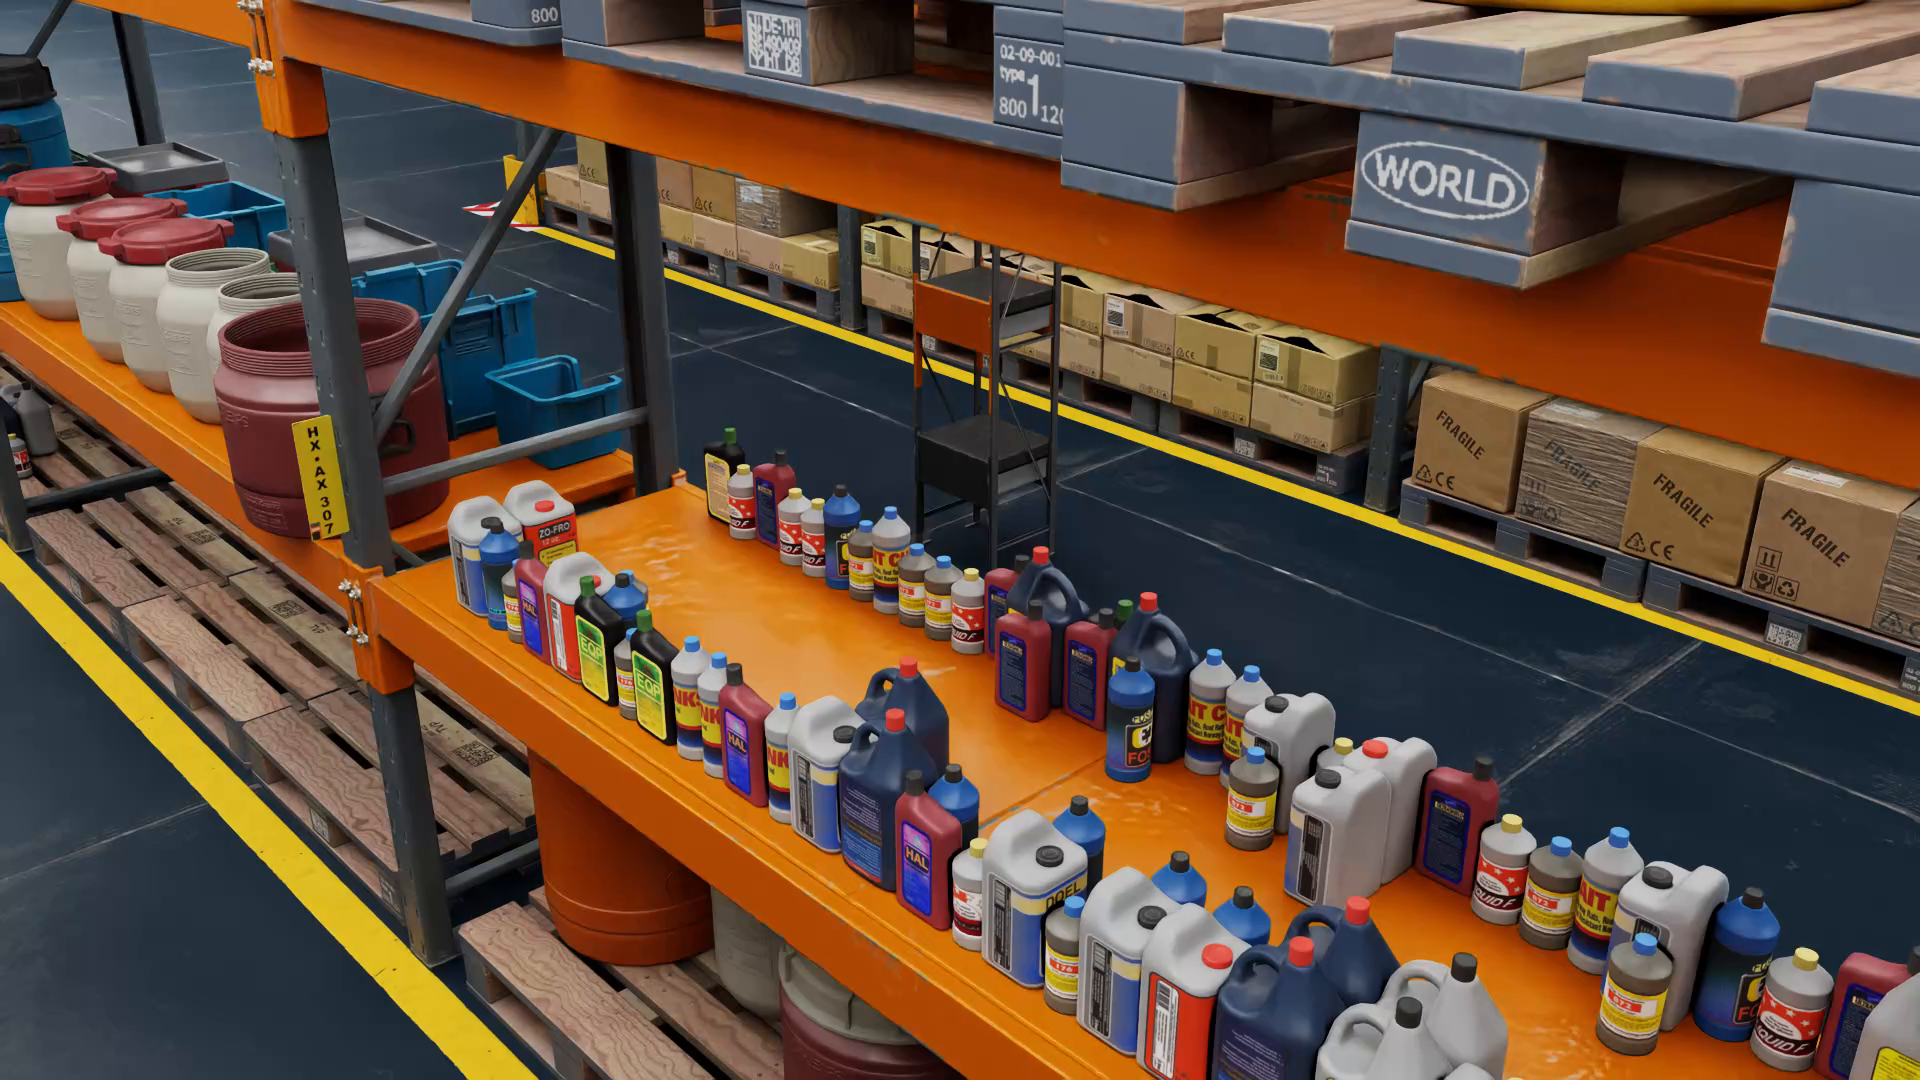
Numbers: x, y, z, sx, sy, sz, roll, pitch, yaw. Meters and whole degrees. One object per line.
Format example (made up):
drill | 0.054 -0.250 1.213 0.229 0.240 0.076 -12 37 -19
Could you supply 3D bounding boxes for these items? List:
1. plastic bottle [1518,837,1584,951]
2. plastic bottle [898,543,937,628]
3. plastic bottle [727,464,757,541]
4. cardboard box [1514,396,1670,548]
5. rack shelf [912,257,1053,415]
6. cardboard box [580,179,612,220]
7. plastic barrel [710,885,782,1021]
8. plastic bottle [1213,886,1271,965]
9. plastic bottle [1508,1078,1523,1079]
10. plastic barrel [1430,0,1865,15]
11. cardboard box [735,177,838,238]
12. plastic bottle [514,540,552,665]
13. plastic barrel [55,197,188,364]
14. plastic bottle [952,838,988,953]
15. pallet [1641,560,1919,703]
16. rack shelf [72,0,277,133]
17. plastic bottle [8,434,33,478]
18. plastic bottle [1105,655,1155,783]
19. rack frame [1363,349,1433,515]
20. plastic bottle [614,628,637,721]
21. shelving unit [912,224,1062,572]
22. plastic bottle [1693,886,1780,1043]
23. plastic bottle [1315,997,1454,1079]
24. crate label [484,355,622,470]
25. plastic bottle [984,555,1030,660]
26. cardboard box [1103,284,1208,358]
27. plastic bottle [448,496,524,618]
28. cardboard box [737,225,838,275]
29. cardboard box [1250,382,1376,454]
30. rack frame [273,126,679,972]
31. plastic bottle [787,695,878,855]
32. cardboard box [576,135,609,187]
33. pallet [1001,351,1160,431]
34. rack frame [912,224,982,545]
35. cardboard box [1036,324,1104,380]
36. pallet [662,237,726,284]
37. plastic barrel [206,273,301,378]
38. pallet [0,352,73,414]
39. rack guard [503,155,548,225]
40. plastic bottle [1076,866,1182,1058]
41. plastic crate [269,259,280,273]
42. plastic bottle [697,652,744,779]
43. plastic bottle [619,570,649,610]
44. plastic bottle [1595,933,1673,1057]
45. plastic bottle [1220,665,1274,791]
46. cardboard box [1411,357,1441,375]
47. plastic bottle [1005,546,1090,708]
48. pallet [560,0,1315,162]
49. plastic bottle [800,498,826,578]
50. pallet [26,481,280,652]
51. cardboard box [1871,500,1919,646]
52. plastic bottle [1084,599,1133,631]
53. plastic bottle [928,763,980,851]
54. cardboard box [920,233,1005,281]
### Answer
plastic bottle | 1.070 0.628 2.998 0.097 0.201 0.097 0 25 0
plastic bottle | -0.106 0.107 4.141 0.097 0.201 0.097 0 25 0
plastic bottle | -0.596 -0.110 4.617 0.097 0.201 0.097 0 25 0
cardboard box | 2.833 -0.333 7.348 0.500 0.500 0.500 22 33 40
rack shelf | 0.113 -0.893 7.210 0.431 0.518 0.480 -21 32 -38
cardboard box | -2.551 -2.634 12.717 0.500 0.250 0.500 -21 32 -38
plastic barrel | -0.452 0.988 4.463 0.421 0.512 0.421 0 25 0
plastic bottle | 0.463 0.696 2.766 0.097 0.271 0.097 0 25 0
plastic bottle | 0.807 0.880 2.445 0.097 0.201 0.097 0 25 0
plastic barrel | 0.712 -0.891 1.742 0.600 0.588 0.600 0 25 0
cardboard box | -1.175 -2.373 11.241 0.500 0.500 0.500 -21 32 -38
plastic bottle | -0.999 0.146 3.956 0.061 0.283 0.133 -21 32 -38
plastic barrel | -2.988 -0.942 6.037 0.433 0.535 0.433 0 25 0
plastic bottle | 0.035 0.630 2.994 0.097 0.201 0.097 0 25 0
pallet | 3.681 0.229 6.994 1.003 0.211 1.213 -21 32 -38
rack shelf | -2.617 -1.886 5.522 1.077 0.370 4.000 -21 32 -38
plastic bottle | -4.459 -0.403 7.860 0.097 0.201 0.097 0 25 0
plastic bottle | 0.357 0.368 3.484 0.097 0.271 0.097 0 25 0
rack frame | 2.369 -1.646 7.745 1.000 3.000 0.127 -21 32 -38
plastic bottle | -0.723 0.294 3.730 0.097 0.201 0.097 0 25 0
shelving unit | 0.113 -0.905 7.204 0.431 2.100 0.503 -21 32 -38
plastic bottle | 1.295 0.696 2.765 0.097 0.271 0.097 0 25 0
plastic bottle | 0.617 0.806 2.428 0.144 0.351 0.185 -21 32 -38
crate label | -1.264 -0.400 5.215 0.303 0.233 0.416 -21 32 -38
plastic bottle | 0.119 0.159 3.929 0.061 0.283 0.133 -21 32 -38
cardboard box | 1.128 -1.240 8.985 0.500 0.311 0.500 -21 32 -39
plastic bottle | -1.190 0.037 4.205 0.152 0.276 0.135 -21 32 -38
cardboard box | -1.177 -2.031 11.395 0.500 0.250 0.500 -21 32 -38
cardboard box | 1.831 -0.677 8.426 0.500 0.250 0.500 -20 31 -37
rack frame | -1.250 -0.242 4.667 1.000 3.000 0.127 -21 32 -38
plastic bottle | -0.242 0.457 3.284 0.152 0.276 0.135 -21 32 -38
cardboard box | -2.552 -2.975 12.560 0.500 0.500 0.500 -21 32 -38
pallet | 1.005 -1.008 9.705 1.003 0.211 1.213 -21 32 -38
rack frame | -0.054 -0.979 7.366 0.400 2.100 0.015 -21 32 -38
cardboard box | 0.781 -1.140 9.442 0.500 0.250 0.500 -20 32 -38
pallet | -1.717 -2.212 12.345 1.003 0.211 1.213 -21 32 -38
plastic barrel | -2.109 -0.544 5.194 0.421 0.512 0.421 0 25 0
pallet | -5.250 -0.771 9.185 1.003 0.211 1.213 -21 32 -38
rack guard | -3.116 -2.940 13.593 1.175 0.500 0.348 -21 32 -38
plastic bottle | 0.293 0.694 2.764 0.152 0.276 0.135 -21 32 -38
plastic crate | -2.587 -0.910 6.387 0.450 0.188 0.662 -21 32 -38
plastic bottle | -0.499 0.362 3.498 0.097 0.271 0.097 0 25 0
plastic bottle | -0.795 0.170 4.003 0.097 0.201 0.097 0 25 0
plastic bottle | 1.118 0.742 2.749 0.097 0.201 0.097 0 25 0
plastic bottle | 0.595 0.386 3.445 0.097 0.271 0.097 0 25 0
cardboard box | 2.225 -1.084 8.643 0.500 0.311 0.500 -20 31 -37
plastic bottle | 0.198 0.188 3.783 0.144 0.351 0.185 -21 32 -38
pallet | 0.100 -0.862 2.639 1.003 0.211 1.213 -21 32 -38
plastic bottle | -0.372 -0.011 4.399 0.097 0.201 0.097 0 25 0
pallet | -3.419 0.041 7.405 1.003 0.211 1.213 -21 32 -38
cardboard box | 3.882 0.130 6.332 0.500 0.500 0.500 -21 32 -38
plastic bottle | 0.337 0.255 3.718 0.061 0.283 0.133 -21 32 -38
plastic bottle | -0.012 0.541 3.106 0.097 0.271 0.097 0 25 0
cardboard box | 0.073 -1.704 10.003 0.500 0.311 0.500 -22 32 -39
